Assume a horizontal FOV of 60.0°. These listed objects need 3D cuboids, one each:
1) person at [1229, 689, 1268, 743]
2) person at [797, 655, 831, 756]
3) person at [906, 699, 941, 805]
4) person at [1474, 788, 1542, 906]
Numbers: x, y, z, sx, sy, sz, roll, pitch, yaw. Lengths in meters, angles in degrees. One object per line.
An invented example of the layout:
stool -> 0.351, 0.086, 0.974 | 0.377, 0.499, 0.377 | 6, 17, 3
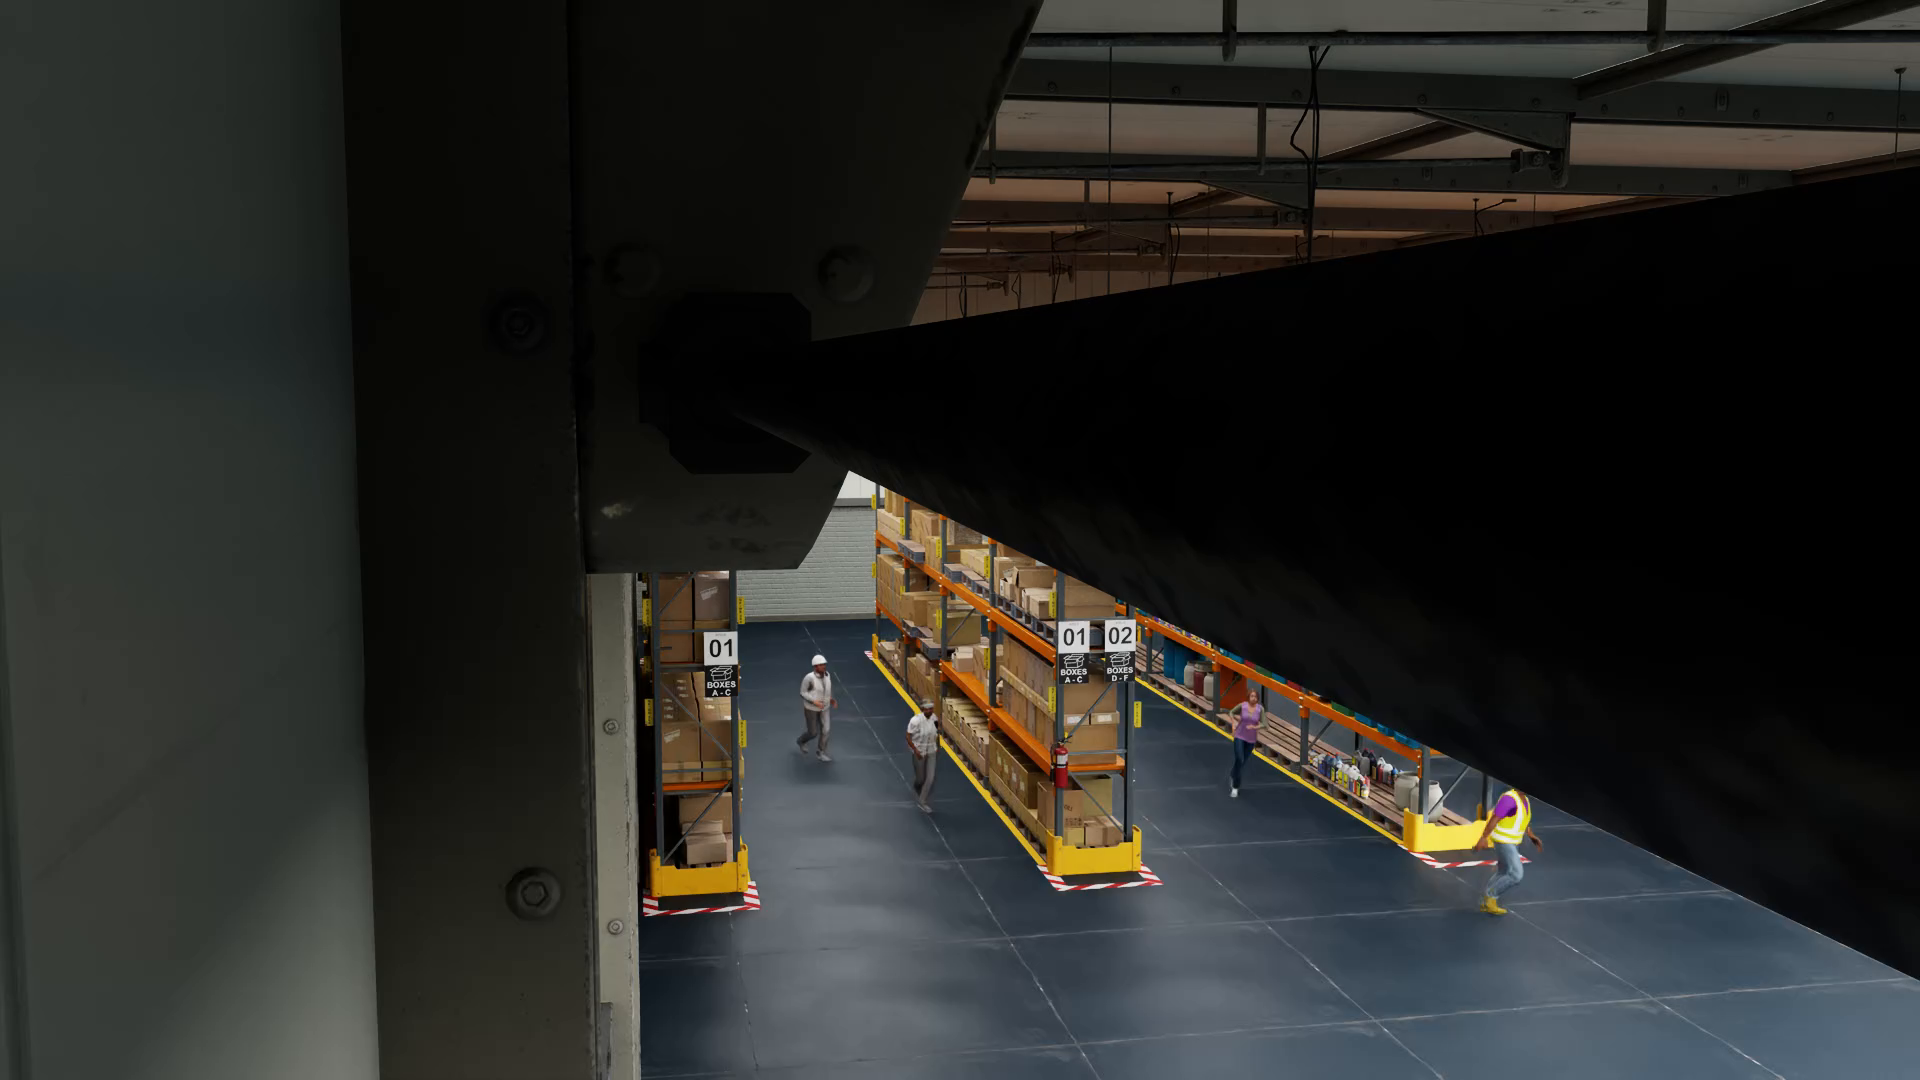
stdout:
person -> 4.307, 2.607, 24.746 | 0.510, 0.811, 0.499 | 0, 6, -5
person -> -2.365, 2.671, 27.035 | 0.447, 1.671, 0.715 | -4, 7, -36
person -> -0.540, 3.015, 24.019 | 0.581, 1.565, 0.598 | -2, 6, -21
person -> 6.358, 3.468, 19.261 | 0.617, 1.656, 0.720 | 4, 7, 35
